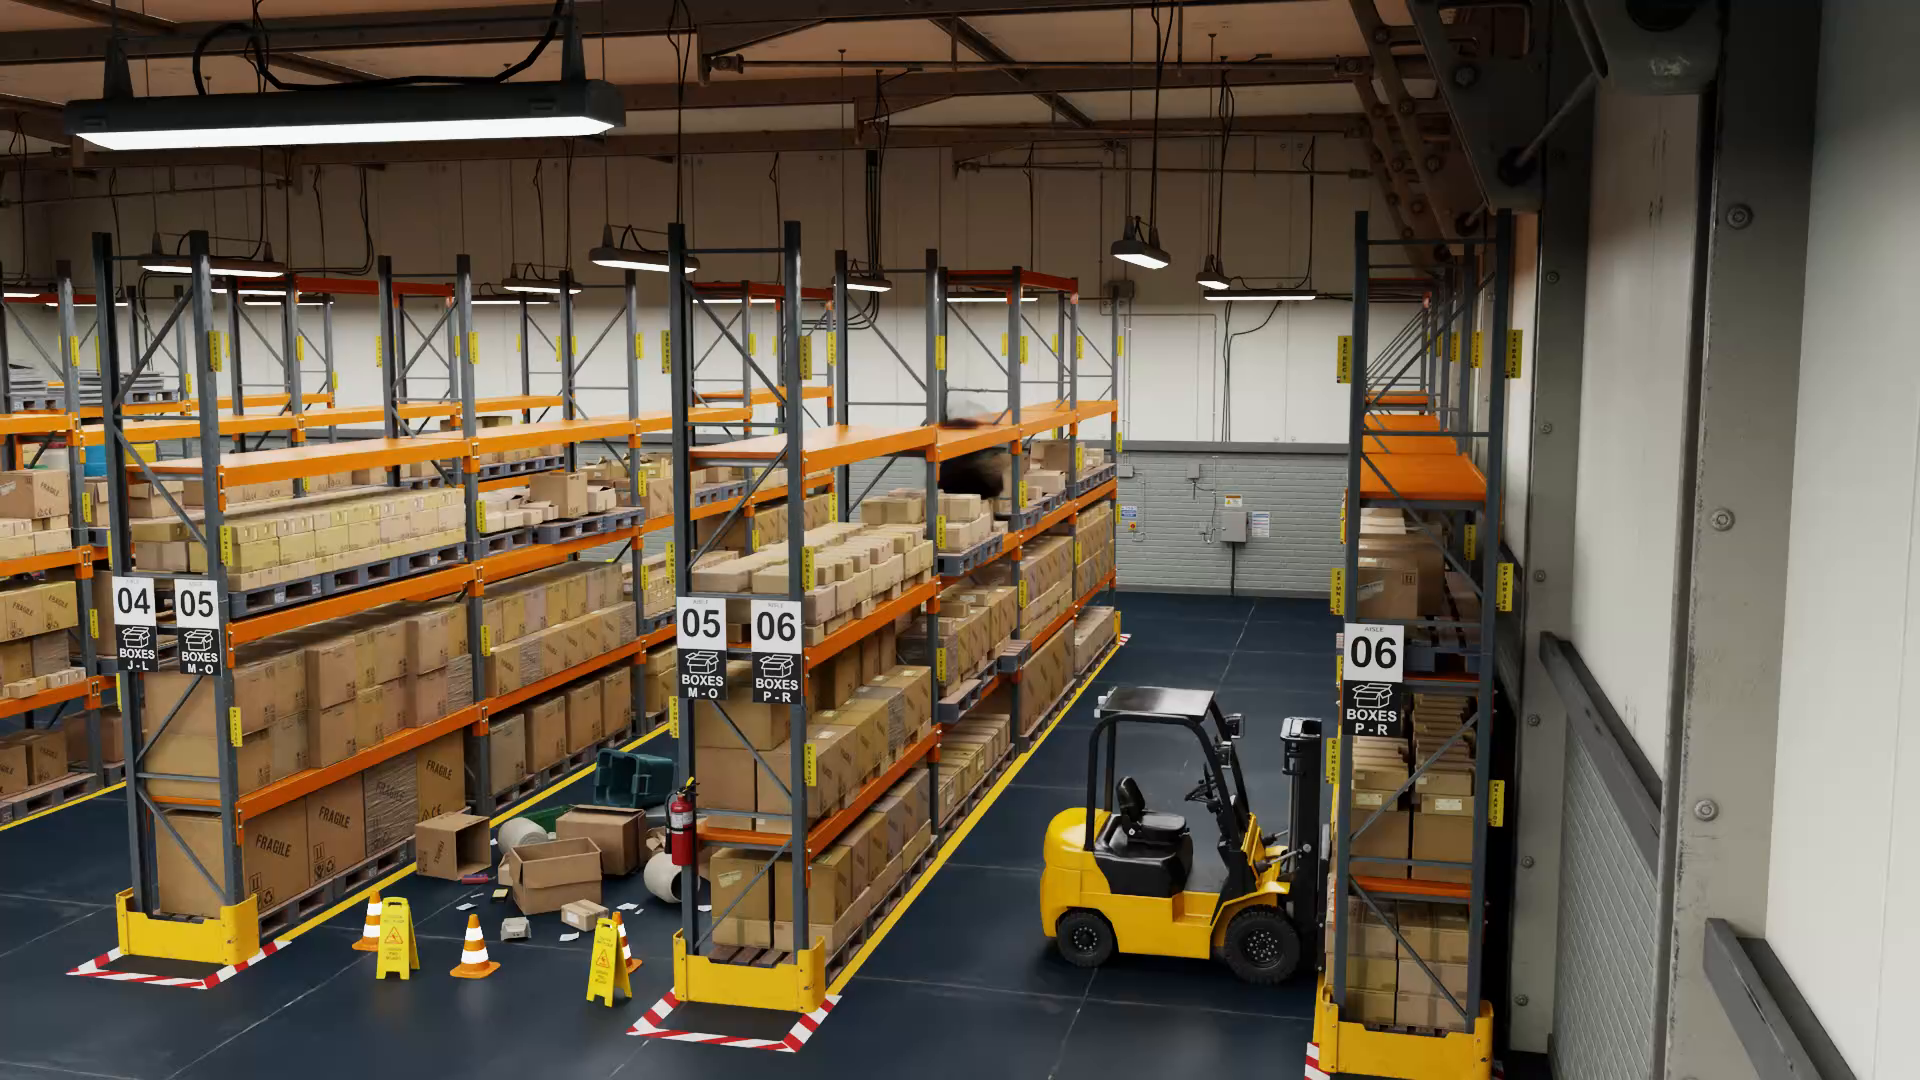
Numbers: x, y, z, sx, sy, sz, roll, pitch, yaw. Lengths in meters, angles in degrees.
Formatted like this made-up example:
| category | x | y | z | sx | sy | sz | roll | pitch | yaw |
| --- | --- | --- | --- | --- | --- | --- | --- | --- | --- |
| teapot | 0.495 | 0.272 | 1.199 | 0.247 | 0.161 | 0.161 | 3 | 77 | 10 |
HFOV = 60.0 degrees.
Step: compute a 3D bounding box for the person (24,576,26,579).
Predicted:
| category | x | y | z | sx | sy | sz | roll | pitch | yaw |
| --- | --- | --- | --- | --- | --- | --- | --- | --- | --- |
| person | -16.053 | 0.942 | 28.167 | 0.562 | 1.625 | 0.605 | 1 | 7 | 4 |
